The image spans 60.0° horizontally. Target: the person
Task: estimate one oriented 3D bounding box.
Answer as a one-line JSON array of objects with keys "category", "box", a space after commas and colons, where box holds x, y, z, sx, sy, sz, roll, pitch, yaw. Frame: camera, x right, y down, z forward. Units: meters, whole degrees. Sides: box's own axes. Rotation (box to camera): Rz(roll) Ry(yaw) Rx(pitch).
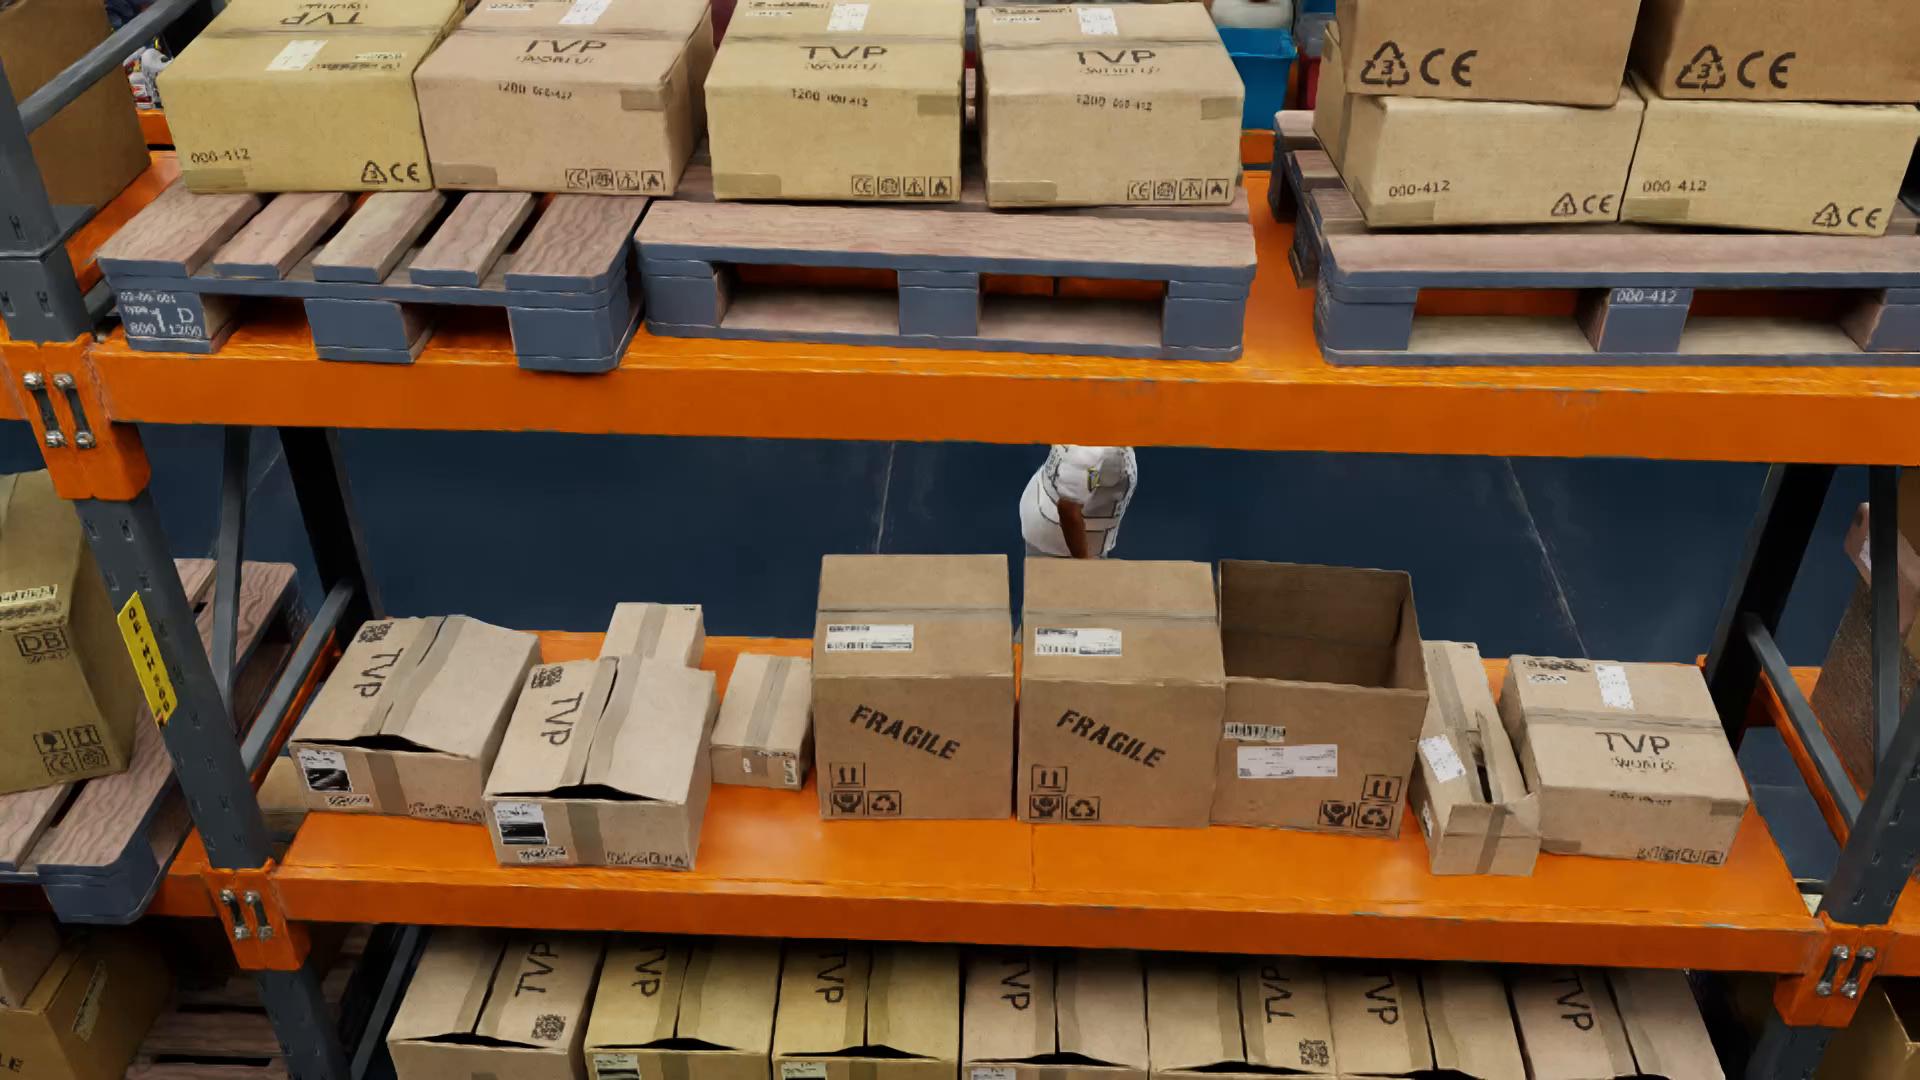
[{"category": "person", "box": [0.445, -0.023, 6.210, 0.550, 1.619, 0.621, 0, 36, 0]}]
